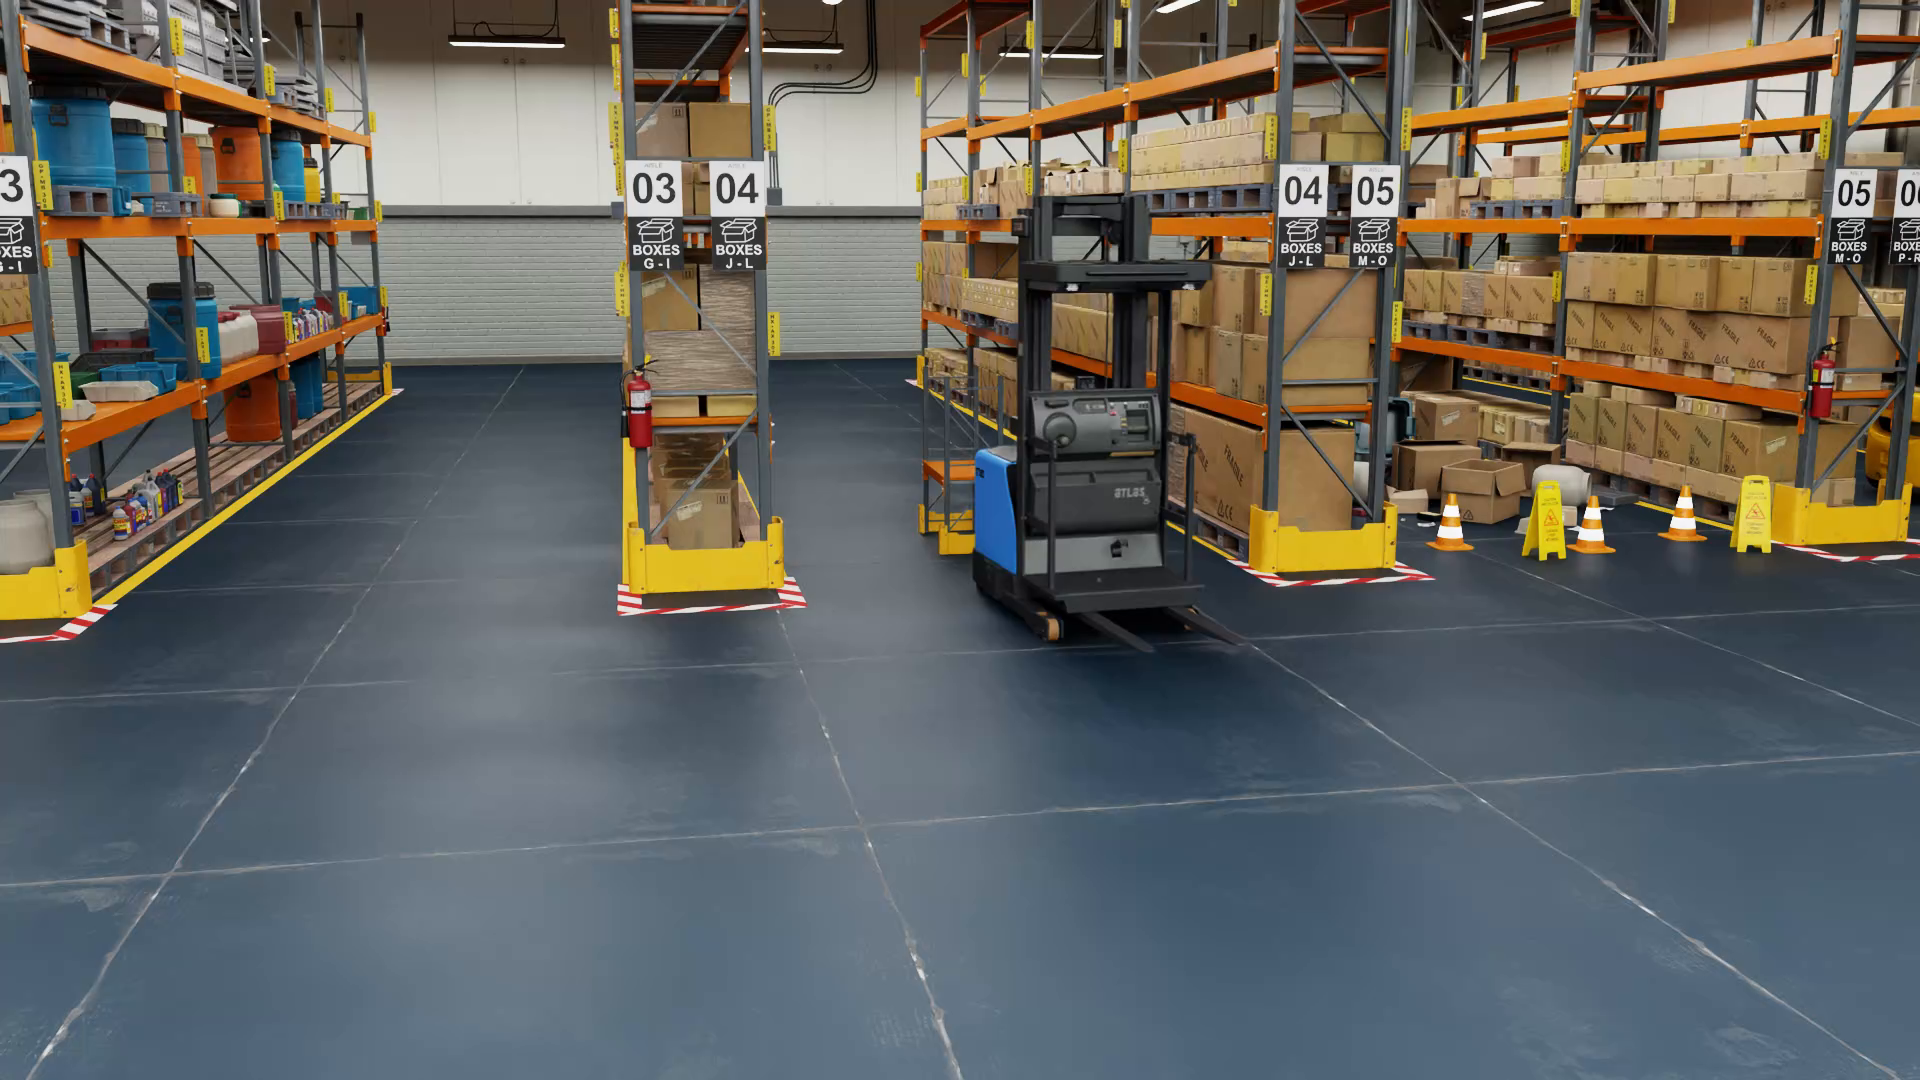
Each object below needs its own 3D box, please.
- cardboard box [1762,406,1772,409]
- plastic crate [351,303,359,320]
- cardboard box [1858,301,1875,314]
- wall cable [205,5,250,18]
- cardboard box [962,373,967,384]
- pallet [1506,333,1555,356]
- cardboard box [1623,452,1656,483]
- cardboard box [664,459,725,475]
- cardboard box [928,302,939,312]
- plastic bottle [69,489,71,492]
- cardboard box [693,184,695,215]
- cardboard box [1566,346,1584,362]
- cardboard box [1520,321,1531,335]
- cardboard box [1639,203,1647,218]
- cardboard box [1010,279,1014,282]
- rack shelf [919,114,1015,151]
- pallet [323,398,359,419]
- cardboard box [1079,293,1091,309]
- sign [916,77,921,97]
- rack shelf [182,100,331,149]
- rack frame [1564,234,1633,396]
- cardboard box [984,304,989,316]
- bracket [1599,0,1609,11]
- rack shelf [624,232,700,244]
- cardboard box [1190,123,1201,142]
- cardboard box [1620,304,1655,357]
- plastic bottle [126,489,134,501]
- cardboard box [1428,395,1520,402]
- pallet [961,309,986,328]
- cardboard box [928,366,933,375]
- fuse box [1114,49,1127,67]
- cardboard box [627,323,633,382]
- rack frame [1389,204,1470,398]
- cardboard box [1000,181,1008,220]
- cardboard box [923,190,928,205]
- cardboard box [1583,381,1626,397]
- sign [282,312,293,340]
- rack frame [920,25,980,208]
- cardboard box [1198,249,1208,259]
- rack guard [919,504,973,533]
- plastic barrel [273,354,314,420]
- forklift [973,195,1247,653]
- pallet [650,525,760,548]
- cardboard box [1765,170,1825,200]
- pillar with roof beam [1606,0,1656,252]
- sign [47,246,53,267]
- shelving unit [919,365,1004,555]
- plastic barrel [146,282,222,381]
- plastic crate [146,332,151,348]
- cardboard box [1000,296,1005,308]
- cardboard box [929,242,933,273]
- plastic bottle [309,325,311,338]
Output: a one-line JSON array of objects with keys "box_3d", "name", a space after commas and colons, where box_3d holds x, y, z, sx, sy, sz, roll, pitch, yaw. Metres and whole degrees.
[{"box_3d": [11.204, -2.036, 22.601, 0.875, 0.625, 0.625, -2, 11, -9], "name": "cardboard box"}, {"box_3d": [-9.257, -3.437, 25.019, 0.416, 0.233, 0.300, -2, 11, -11], "name": "plastic crate"}, {"box_3d": [11.327, -2.819, 20.547, 0.500, 0.250, 0.500, -2, 11, -10], "name": "cardboard box"}, {"box_3d": [-14.686, -10.895, 30.505, 3.097, 2.526, 0.112, -2, 11, -11], "name": "wall cable"}, {"box_3d": [0.241, -2.464, 25.323, 0.380, 0.149, 0.250, -2, 11, -10], "name": "cardboard box"}, {"box_3d": [7.000, -2.248, 18.998, 1.003, 0.211, 1.213, -2, 11, -11], "name": "pallet"}, {"box_3d": [7.076, -0.740, 16.790, 0.500, 0.250, 0.500, -2, 11, -12], "name": "cardboard box"}, {"box_3d": [-2.295, -0.420, 14.443, 0.500, 0.500, 0.500, -1, 11, -6], "name": "cardboard box"}, {"box_3d": [-0.333, -3.908, 27.878, 0.380, 0.149, 0.250, -2, 11, -13], "name": "cardboard box"}, {"box_3d": [-7.722, -0.309, 14.416, 0.097, 0.271, 0.097, 0, 11, 0], "name": "plastic bottle"}, {"box_3d": [-1.884, -2.695, 13.211, 0.500, 0.250, 0.500, -2, 11, -12], "name": "cardboard box"}, {"box_3d": [6.752, -2.004, 17.874, 0.380, 0.149, 0.250, -2, 11, -11], "name": "cardboard box"}, {"box_3d": [6.601, -2.413, 18.900, 0.380, 0.149, 0.250, -2, 11, -13], "name": "cardboard box"}, {"box_3d": [7.029, -3.292, 16.622, 0.380, 0.149, 0.250, -2, 11, -13], "name": "cardboard box"}, {"box_3d": [0.936, -3.725, 24.201, 0.380, 0.149, 0.250, -2, 11, -13], "name": "cardboard box"}, {"box_3d": [0.225, -6.424, 26.315, 1.077, 0.370, 4.000, -2, 11, -11], "name": "rack shelf"}, {"box_3d": [-9.311, -1.887, 24.046, 1.003, 0.211, 1.213, -2, 11, -11], "name": "pallet"}, {"box_3d": [1.771, -2.909, 19.016, 0.700, 0.500, 0.500, -2, 11, -12], "name": "cardboard box"}, {"box_3d": [-0.696, -7.624, 27.976, 0.100, 0.325, 0.005, -2, 11, -11], "name": "sign"}, {"box_3d": [-8.741, -5.154, 20.701, 1.077, 0.370, 4.000, -2, 11, -11], "name": "rack shelf"}, {"box_3d": [10.318, -3.845, 26.876, 1.000, 3.000, 0.127, -2, 11, -11], "name": "rack frame"}, {"box_3d": [0.544, -3.174, 22.897, 0.380, 0.149, 0.250, -3, 11, -14], "name": "cardboard box"}, {"box_3d": [10.638, -8.784, 27.154, 0.235, 0.232, 0.430, -2, 11, -11], "name": "bracket"}, {"box_3d": [-3.882, -4.057, 21.891, 1.077, 0.370, 4.000, -2, 11, -11], "name": "rack shelf"}, {"box_3d": [2.253, -3.591, 14.667, 0.380, 0.149, 0.250, -2, 11, -11], "name": "cardboard box"}, {"box_3d": [7.023, -2.117, 16.736, 0.500, 0.500, 0.500, -2, 11, -11], "name": "cardboard box"}, {"box_3d": [-7.142, -0.302, 14.349, 0.061, 0.283, 0.133, -2, 11, -11], "name": "plastic bottle"}, {"box_3d": [6.479, -1.607, 21.021, 0.950, 0.372, 0.625, -2, 11, -12], "name": "cardboard box"}, {"box_3d": [0.620, -3.226, 24.135, 1.003, 0.211, 1.213, -2, 11, -11], "name": "pallet"}, {"box_3d": [-0.376, -2.897, 28.397, 0.380, 0.149, 0.250, -2, 11, -10], "name": "cardboard box"}, {"box_3d": [3.309, -9.936, 34.273, 0.513, 0.334, 0.176, -2, 11, -11], "name": "fuse box"}, {"box_3d": [-2.232, -1.487, 13.425, 0.875, 0.500, 0.500, -2, 11, -11], "name": "cardboard box"}, {"box_3d": [6.228, -2.930, 22.070, 1.000, 3.000, 0.127, -2, 11, -11], "name": "rack frame"}, {"box_3d": [0.828, -4.533, 22.201, 0.500, 0.500, 0.500, -2, 11, -11], "name": "cardboard box"}, {"box_3d": [-0.332, -5.753, 27.940, 0.500, 0.250, 0.500, -2, 11, -10], "name": "cardboard box"}, {"box_3d": [6.821, -1.596, 17.551, 0.380, 0.149, 0.250, -2, 11, -10], "name": "cardboard box"}, {"box_3d": [-7.813, -2.491, 19.327, 0.100, 0.325, 0.005, -2, 11, -11], "name": "sign"}, {"box_3d": [-0.164, -7.146, 28.175, 1.000, 3.000, 0.127, -2, 11, -11], "name": "rack frame"}, {"box_3d": [4.486, -4.839, 29.159, 0.500, 0.500, 0.500, -2, 11, -12], "name": "cardboard box"}, {"box_3d": [-0.082, -0.200, 15.080, 0.587, 0.250, 0.087, -2, 11, -11], "name": "rack guard"}, {"box_3d": [-8.903, -2.069, 22.032, 0.600, 0.901, 0.708, -2, 11, -11], "name": "plastic barrel"}, {"box_3d": [1.004, -0.838, 11.260, 1.130, 2.935, 3.031, -3, 11, -16], "name": "forklift"}, {"box_3d": [-2.075, 0.103, 13.591, 1.003, 0.211, 1.213, -2, 11, -11], "name": "pallet"}, {"box_3d": [7.420, -3.093, 14.508, 0.500, 0.250, 0.500, -2, 11, -12], "name": "cardboard box"}, {"box_3d": [6.844, -6.796, 26.336, 9.100, 9.000, 0.548, -2, 11, -11], "name": "pillar with roof beam"}, {"box_3d": [-14.219, -4.418, 25.945, 0.100, 0.325, 0.005, -2, 11, -11], "name": "sign"}, {"box_3d": [0.015, -0.723, 14.483, 0.587, 1.500, 1.083, -2, 11, -11], "name": "shelving unit"}, {"box_3d": [-7.352, -1.984, 15.759, 0.600, 0.901, 0.708, -2, 11, -11], "name": "plastic barrel"}, {"box_3d": [-8.093, -1.839, 16.381, 0.392, 0.384, 0.575, -2, 11, -11], "name": "plastic crate"}, {"box_3d": [0.742, -3.132, 21.882, 0.380, 0.149, 0.250, -2, 11, -10], "name": "cardboard box"}, {"box_3d": [-0.233, -4.701, 27.637, 0.500, 0.500, 0.500, -2, 11, -9], "name": "cardboard box"}, {"box_3d": [-8.446, -2.718, 21.487, 0.097, 0.201, 0.097, 0, 11, 0], "name": "plastic bottle"}]
